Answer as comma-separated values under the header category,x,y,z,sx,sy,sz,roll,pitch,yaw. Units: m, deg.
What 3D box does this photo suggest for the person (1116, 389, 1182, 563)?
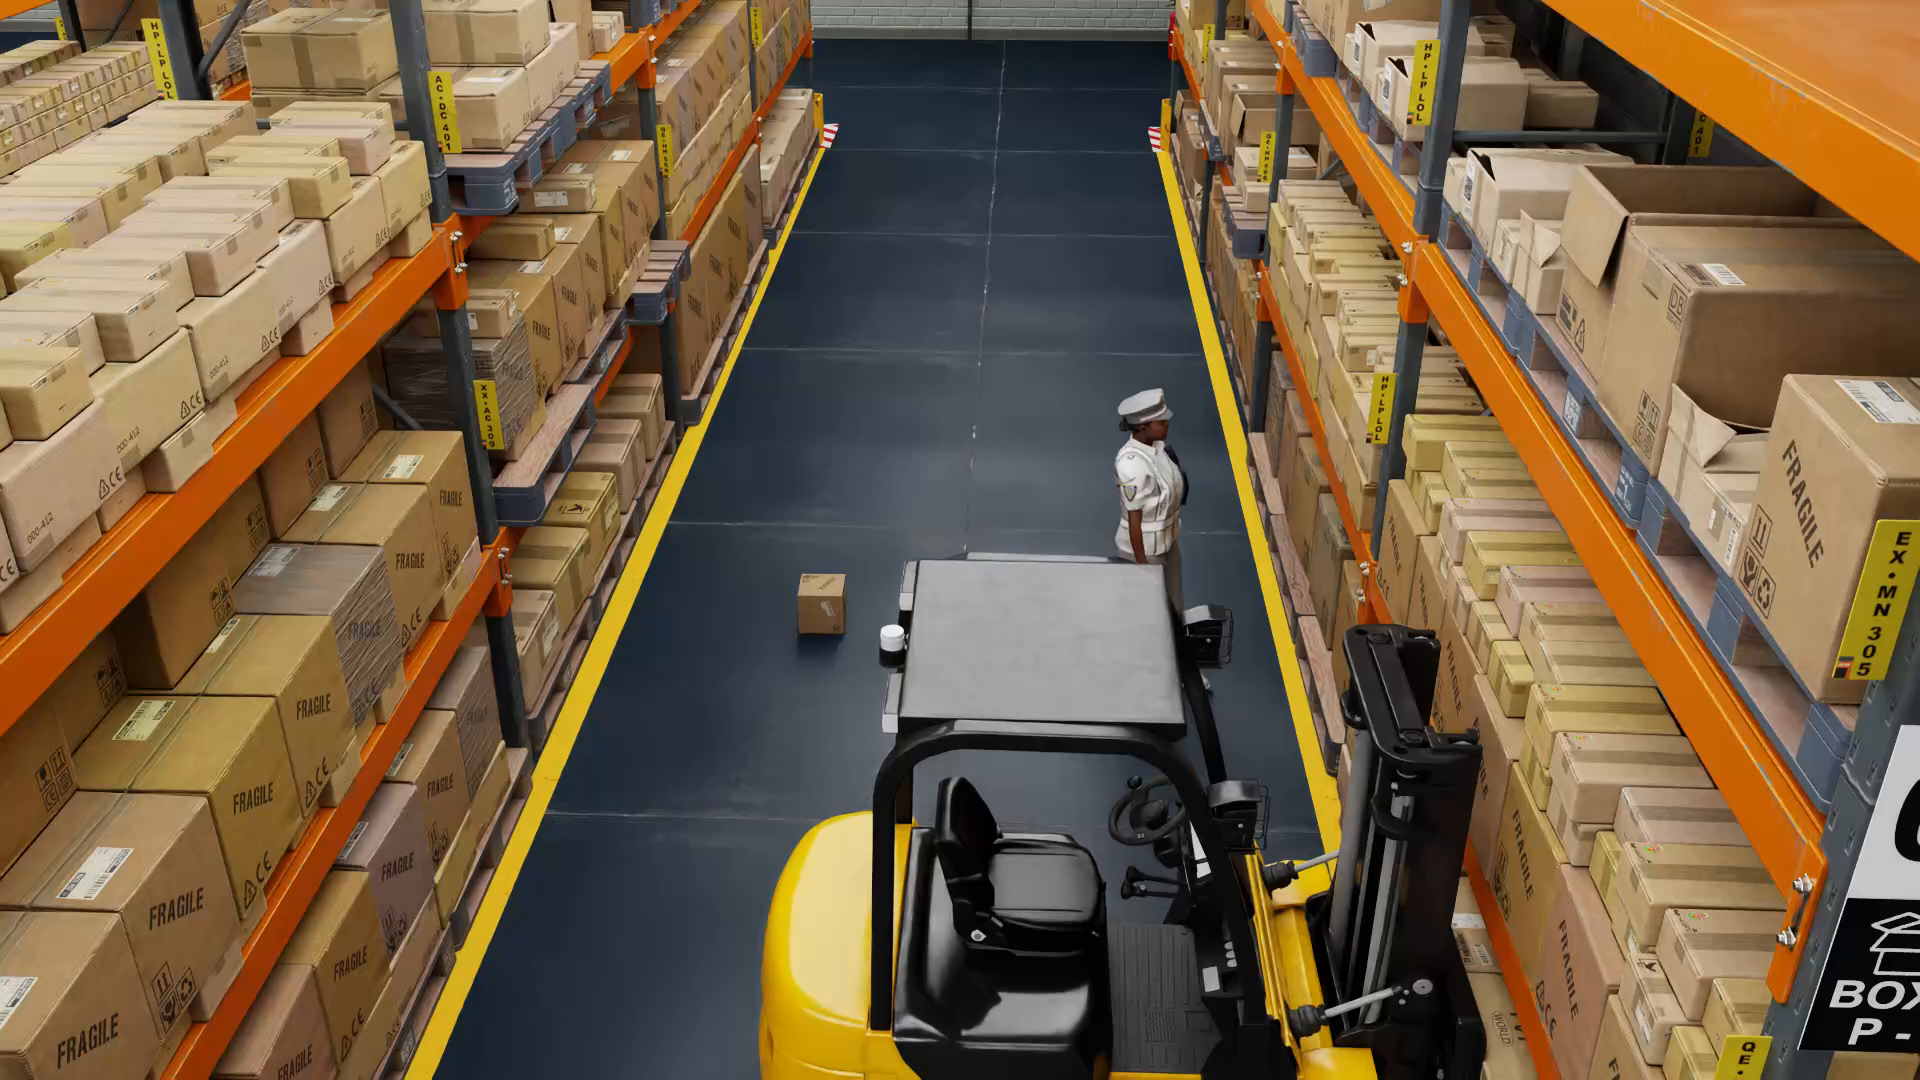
category,x,y,z,sx,sy,sz,roll,pitch,yaw
person,0.940,-0.263,8.367,0.332,1.037,0.478,12,31,22
